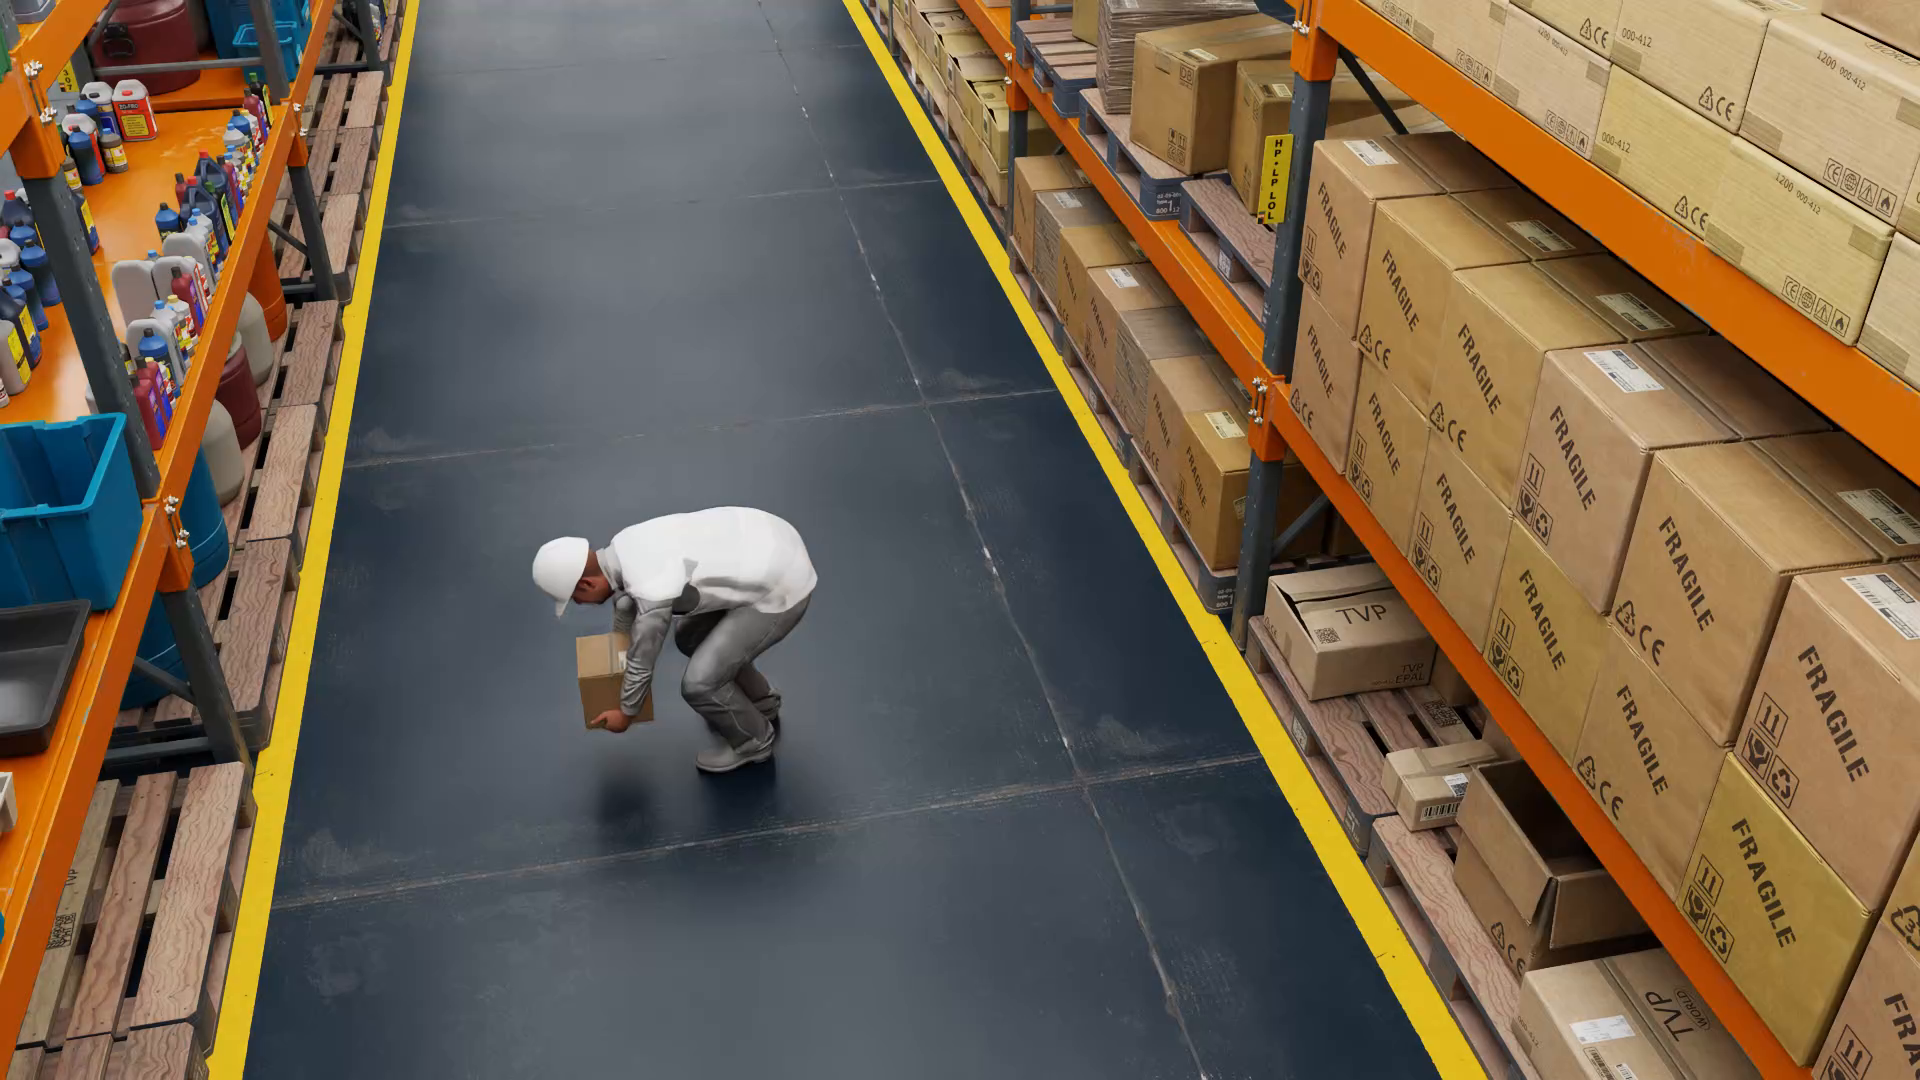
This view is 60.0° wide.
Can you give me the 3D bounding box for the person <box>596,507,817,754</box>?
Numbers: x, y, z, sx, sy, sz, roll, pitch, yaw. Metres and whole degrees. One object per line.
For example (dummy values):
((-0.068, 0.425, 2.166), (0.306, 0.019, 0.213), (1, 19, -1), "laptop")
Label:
((-0.921, 0.336, 6.216), (0.772, 0.989, 0.494), (-9, 35, -13), "person")
